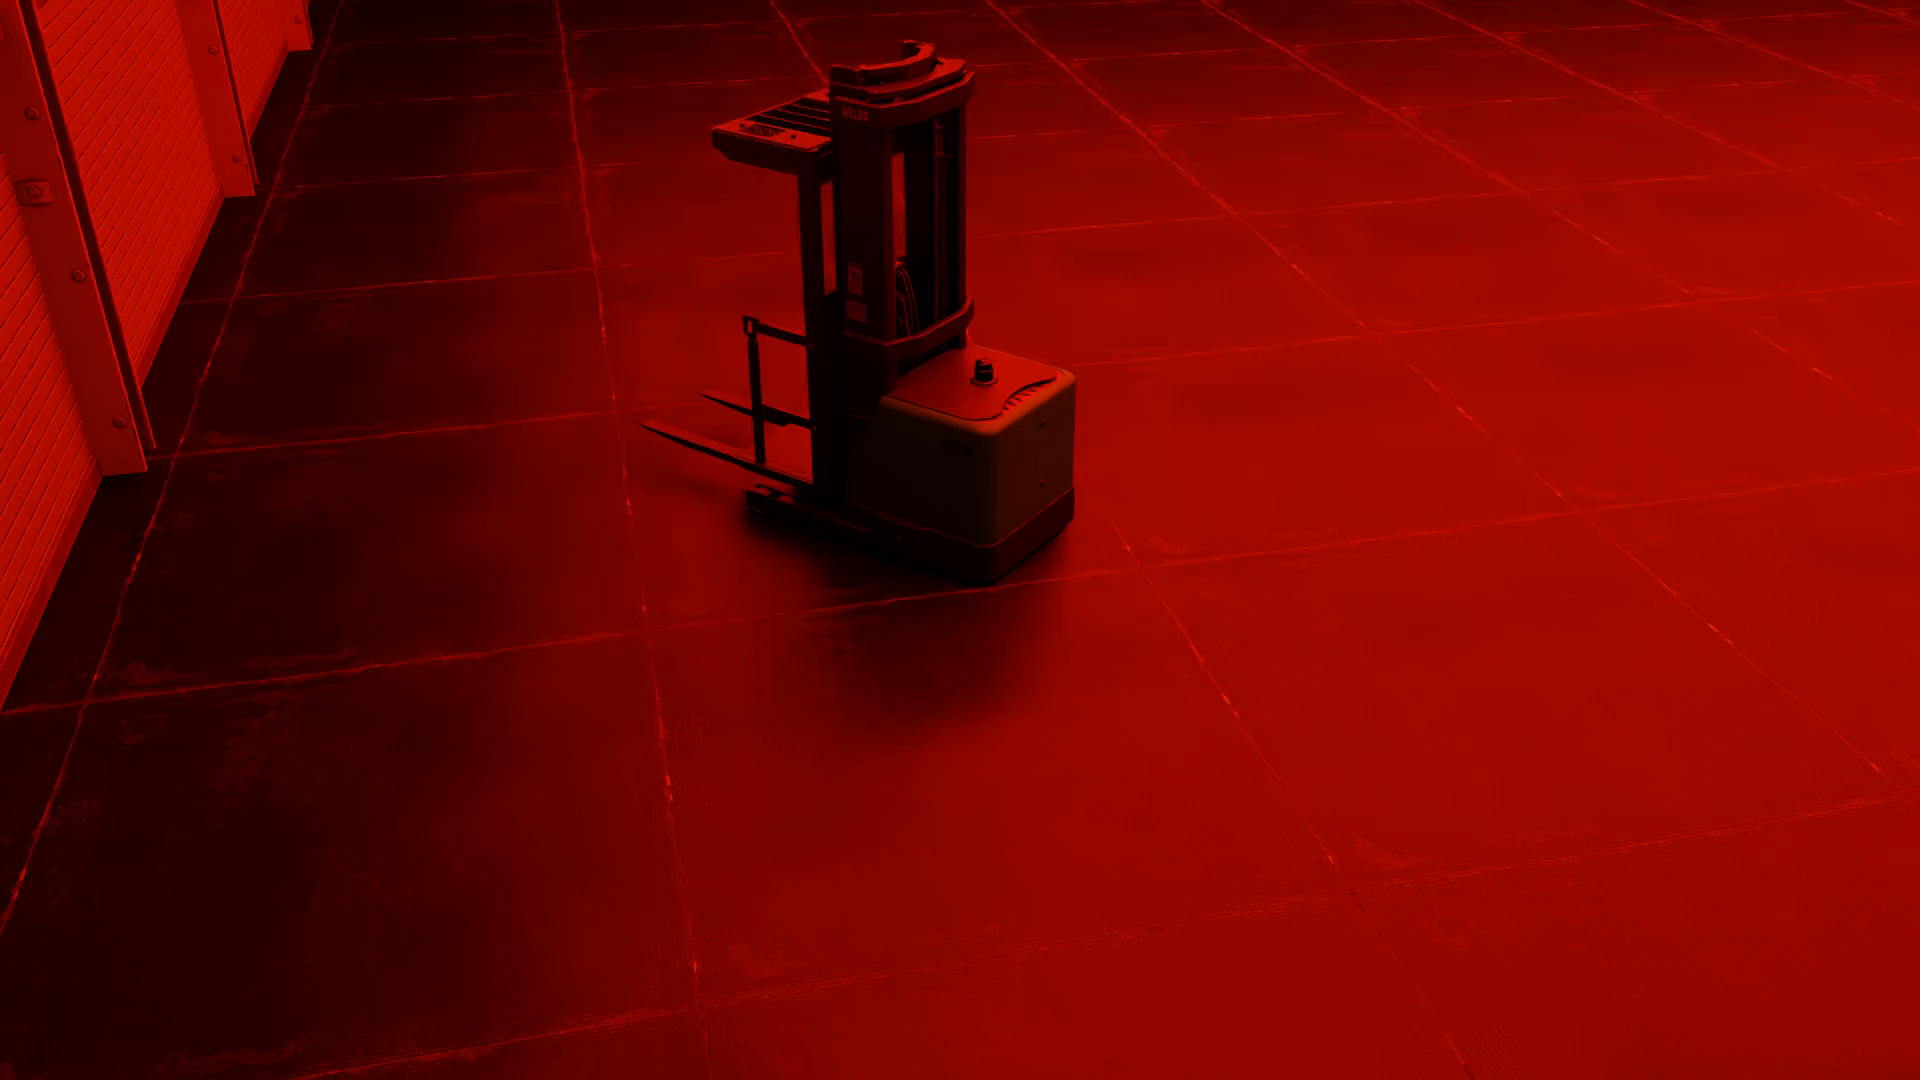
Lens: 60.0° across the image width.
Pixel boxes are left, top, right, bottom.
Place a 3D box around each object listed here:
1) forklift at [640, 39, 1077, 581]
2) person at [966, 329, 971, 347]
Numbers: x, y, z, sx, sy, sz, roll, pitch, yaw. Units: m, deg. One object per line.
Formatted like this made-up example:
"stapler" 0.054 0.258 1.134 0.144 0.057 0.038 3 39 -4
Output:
"forklift" -0.775 -1.585 10.313 3.031 2.935 1.130 19 35 30
"person" -0.357 -1.170 11.174 0.925 1.307 1.158 -11 32 -18
